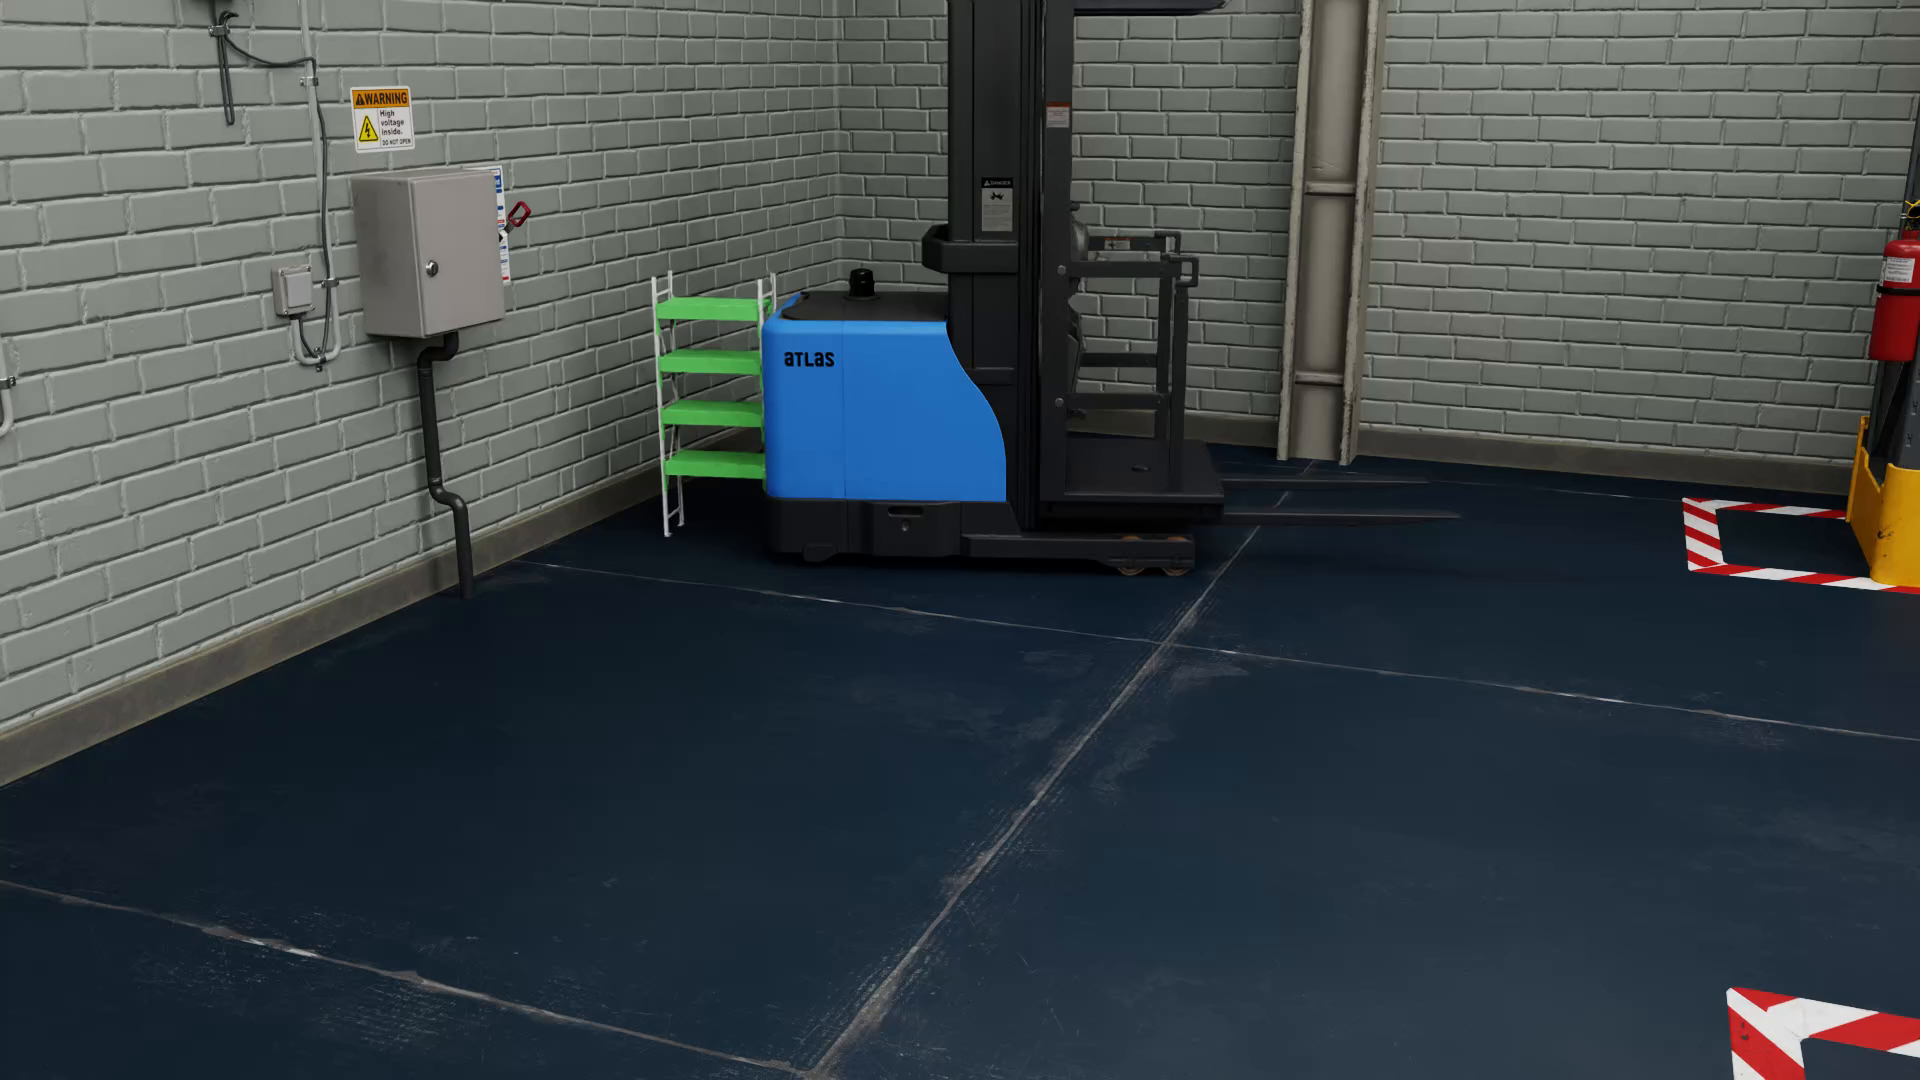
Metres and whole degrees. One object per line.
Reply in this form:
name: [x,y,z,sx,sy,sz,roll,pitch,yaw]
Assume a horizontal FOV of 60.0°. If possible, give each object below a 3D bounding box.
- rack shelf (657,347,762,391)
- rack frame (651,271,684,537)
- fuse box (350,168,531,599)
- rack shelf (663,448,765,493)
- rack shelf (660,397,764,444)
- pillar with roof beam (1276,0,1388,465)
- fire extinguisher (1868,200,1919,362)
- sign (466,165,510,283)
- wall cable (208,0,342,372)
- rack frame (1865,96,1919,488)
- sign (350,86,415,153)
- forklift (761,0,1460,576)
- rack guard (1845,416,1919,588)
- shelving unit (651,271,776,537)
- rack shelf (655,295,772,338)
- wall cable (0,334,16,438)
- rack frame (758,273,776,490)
rack shelf: [-1.105,-0.782,7.583,0.480,0.148,0.258,3,16,9]
rack frame: [-1.346,-0.624,7.670,0.015,1.200,0.240,3,16,9]
fuse box: [-1.996,-0.591,6.641,0.414,1.711,0.539,6,17,21]
rack shelf: [-1.105,-0.321,7.717,0.480,0.148,0.258,3,16,9]
rack shelf: [-1.105,-0.552,7.650,0.480,0.148,0.258,3,16,9]
pillar with roof beam: [0.412,-3.671,4.179,0.400,9.000,9.100,6,17,21]
fire extinguisher: [3.862,-1.076,6.808,0.183,0.674,0.296,6,17,21]
sign: [-2.008,-1.314,6.989,0.001,0.494,0.329,6,17,21]
wall cable: [-2.393,-1.537,5.766,0.122,1.984,0.588,6,17,21]
rack frame: [4.169,-1.397,7.106,0.127,3.000,1.000,6,17,21]
sign: [-2.209,-1.614,6.370,0.001,0.242,0.339,6,17,21]
forklift: [0.677,-1.408,7.266,3.031,2.935,1.130,1,16,3]
rack guard: [4.240,-0.189,7.428,0.348,0.500,1.175,6,17,21]
shelving unit: [-1.105,-0.613,7.632,0.503,1.200,0.258,3,16,9]
rack shelf: [-1.105,-1.013,7.517,0.480,0.148,0.258,3,16,9]
wall cable: [-2.903,-1.183,4.491,0.123,1.953,0.585,6,17,21]
rack frame: [-0.864,-0.602,7.595,0.015,1.200,0.240,3,16,9]
